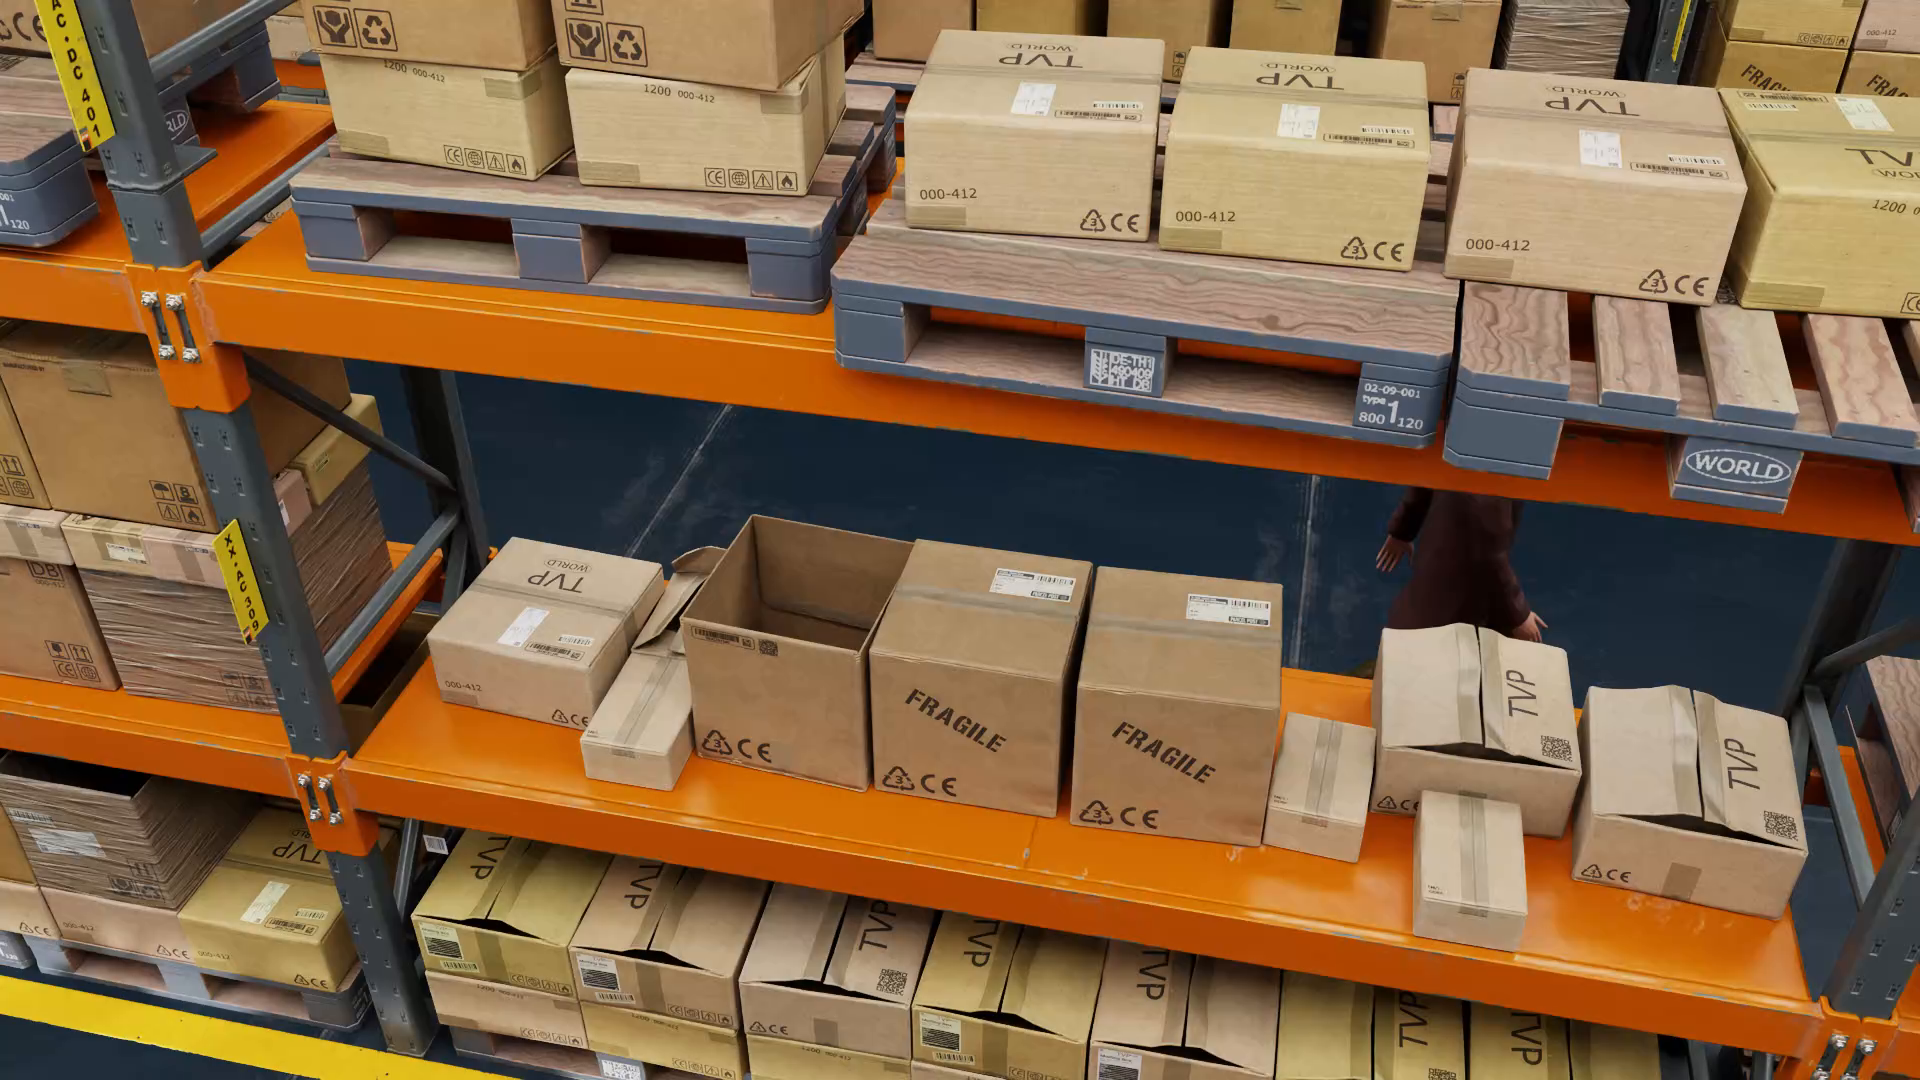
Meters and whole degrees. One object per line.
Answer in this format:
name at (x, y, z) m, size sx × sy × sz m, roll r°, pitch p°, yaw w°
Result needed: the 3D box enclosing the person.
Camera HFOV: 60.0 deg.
person at (1.770, 0.130, 5.989) m, size 1.153 × 1.728 × 0.615 m, roll 4°, pitch 36°, yaw 5°
